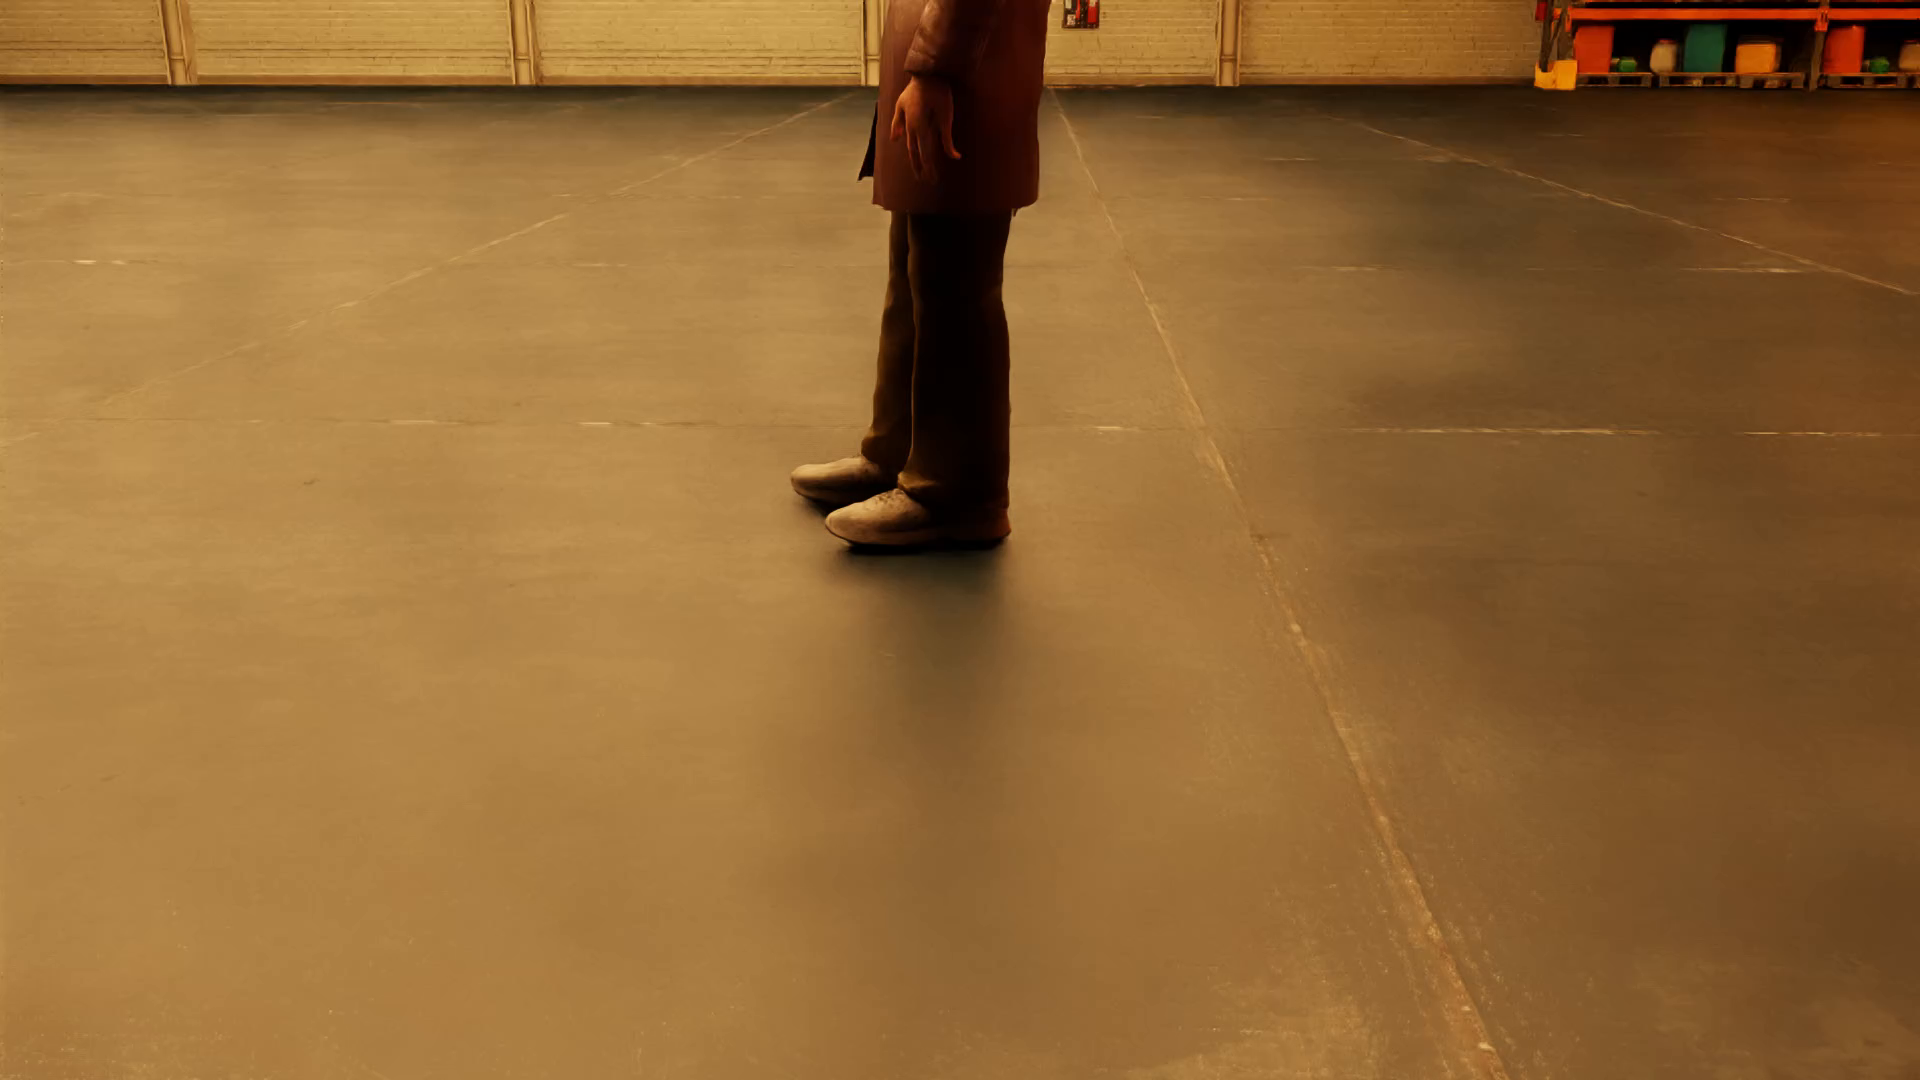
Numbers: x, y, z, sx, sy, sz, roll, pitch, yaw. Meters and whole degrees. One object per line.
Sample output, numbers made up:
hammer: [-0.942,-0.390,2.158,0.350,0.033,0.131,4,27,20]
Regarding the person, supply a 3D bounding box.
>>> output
person: [-0.091,-0.858,3.113,0.580,1.776,0.694,1,17,2]
